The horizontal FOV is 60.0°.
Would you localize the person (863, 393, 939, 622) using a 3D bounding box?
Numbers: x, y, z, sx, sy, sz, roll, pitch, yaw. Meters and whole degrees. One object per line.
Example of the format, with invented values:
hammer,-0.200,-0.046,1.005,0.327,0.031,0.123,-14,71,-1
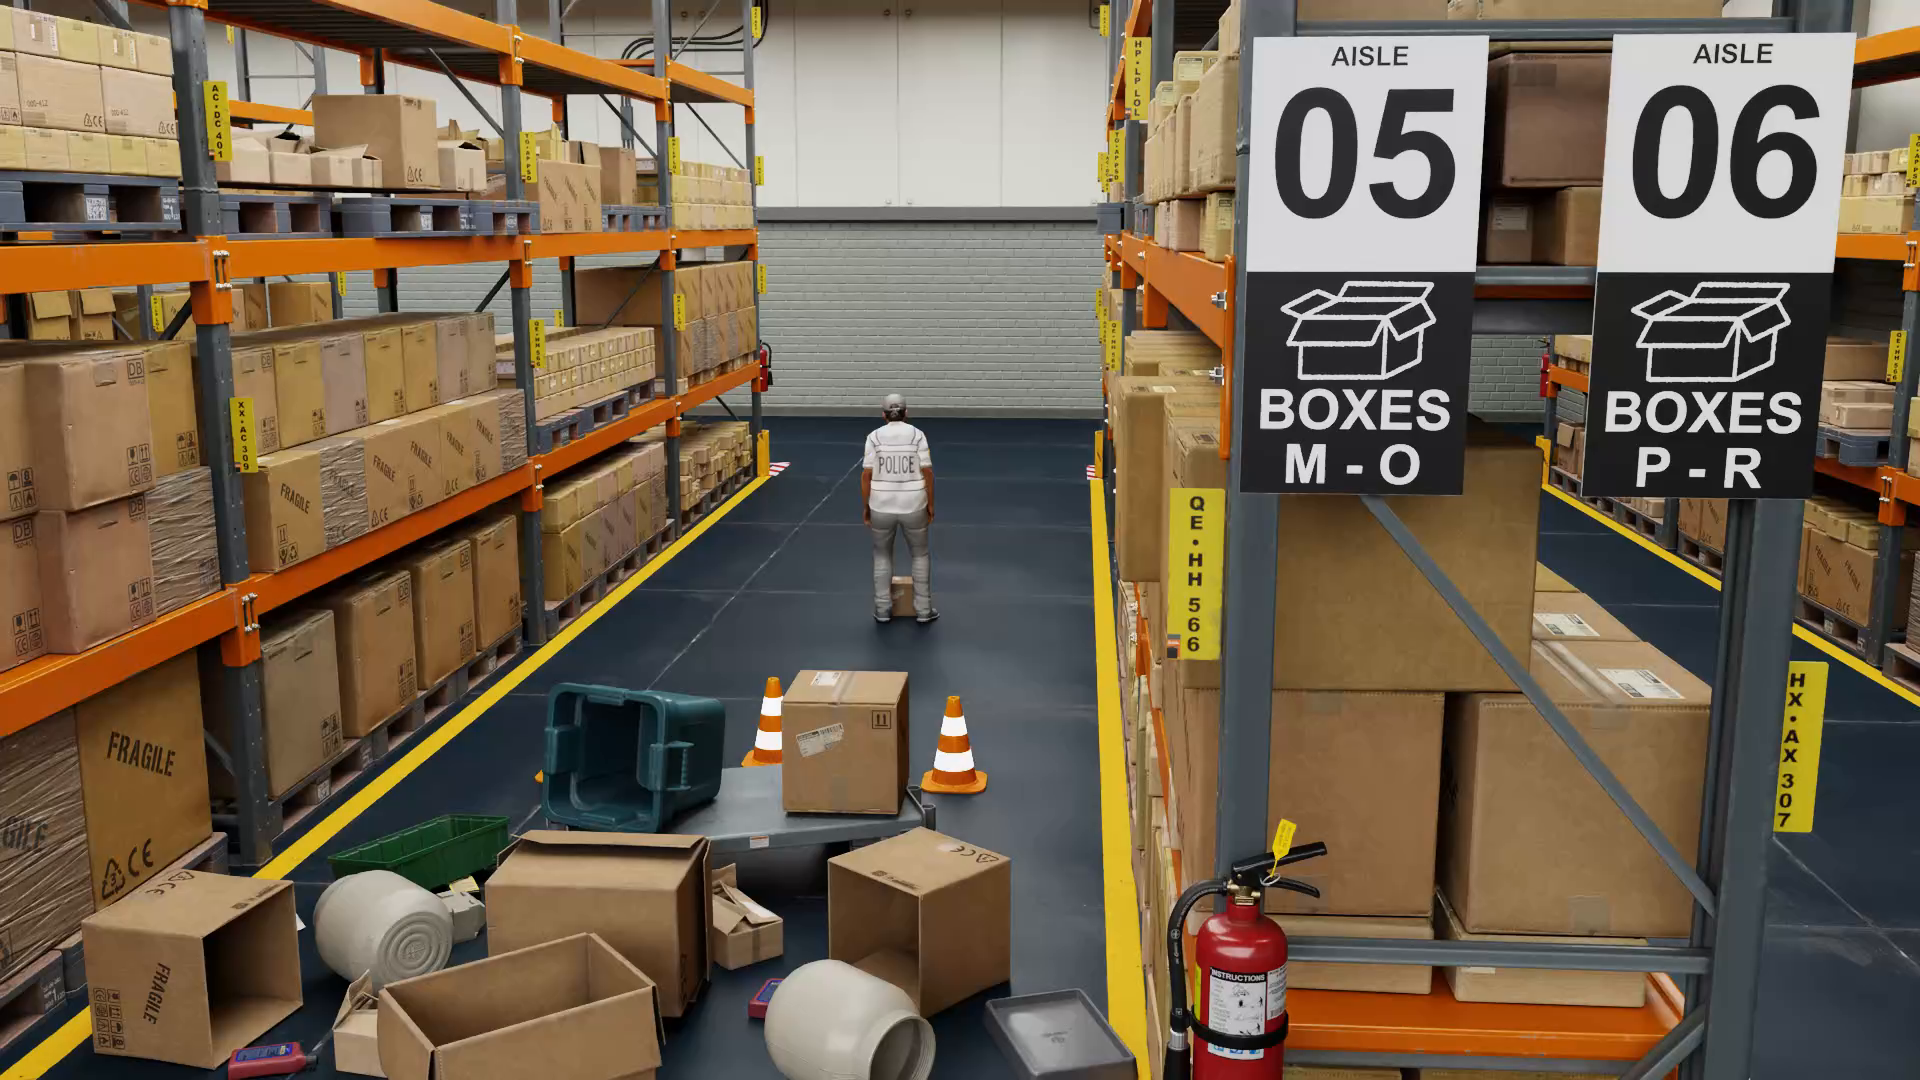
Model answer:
person,-0.429,-0.233,12.123,0.539,1.667,0.466,1,11,4
